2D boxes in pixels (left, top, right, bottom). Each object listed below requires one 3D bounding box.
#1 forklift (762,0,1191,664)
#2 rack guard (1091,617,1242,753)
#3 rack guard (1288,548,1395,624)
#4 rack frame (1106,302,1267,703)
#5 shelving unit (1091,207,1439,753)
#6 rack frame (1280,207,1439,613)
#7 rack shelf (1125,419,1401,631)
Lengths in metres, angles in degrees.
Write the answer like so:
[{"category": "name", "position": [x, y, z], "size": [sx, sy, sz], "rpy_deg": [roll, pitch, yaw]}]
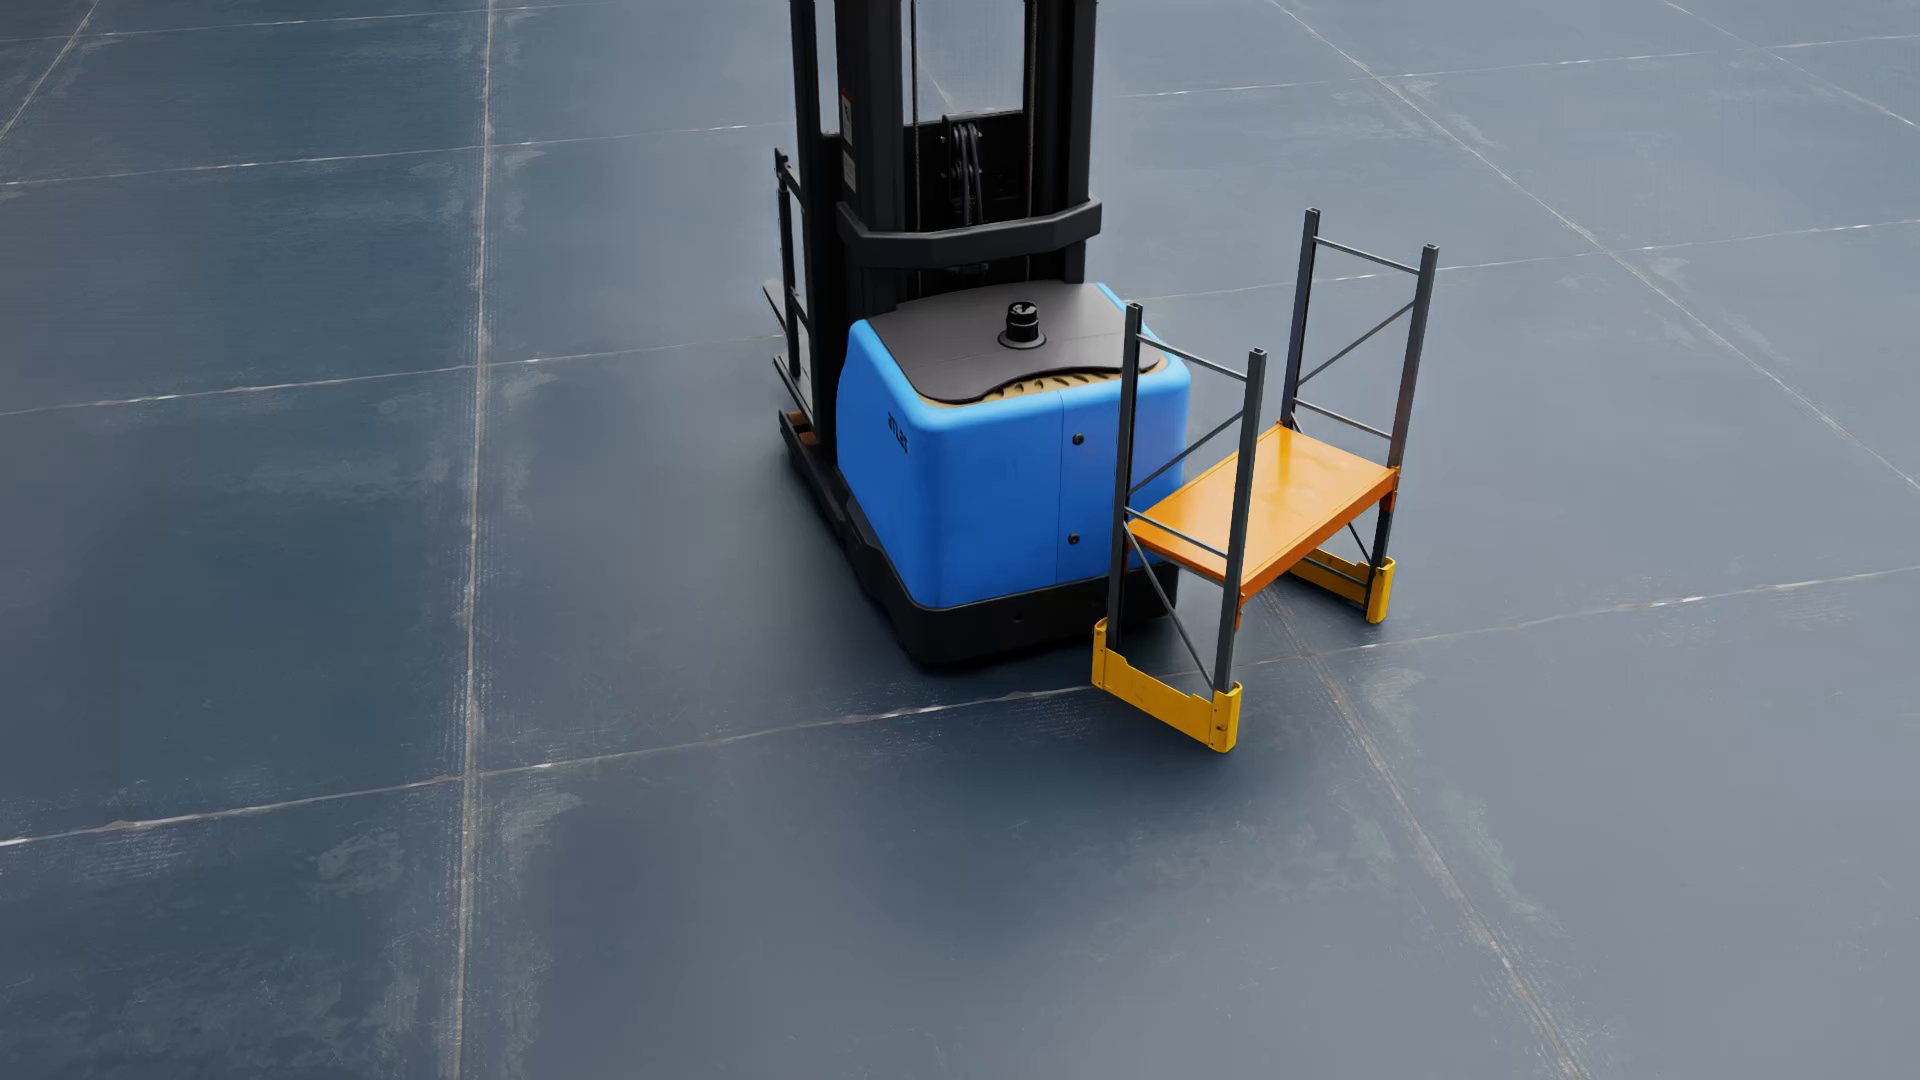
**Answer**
[{"category": "forklift", "position": [-0.156, -1.587, 6.485], "size": [1.130, 2.935, 3.031], "rpy_deg": [-11, 35, -16]}, {"category": "rack guard", "position": [0.709, 0.500, 5.780], "size": [0.587, 0.250, 0.087], "rpy_deg": [27, 42, 34]}, {"category": "rack guard", "position": [1.381, 0.090, 6.391], "size": [0.587, 0.250, 0.087], "rpy_deg": [27, 42, 34]}, {"category": "rack frame", "position": [0.708, -0.018, 5.431], "size": [0.500, 1.500, 0.032], "rpy_deg": [27, 42, 34]}, {"category": "shelving unit", "position": [1.045, -0.224, 5.738], "size": [0.587, 1.500, 1.083], "rpy_deg": [27, 42, 34]}, {"category": "rack frame", "position": [1.394, -0.437, 6.055], "size": [0.500, 1.500, 0.032], "rpy_deg": [27, 42, 34]}, {"category": "rack shelf", "position": [1.051, -0.078, 5.843], "size": [0.538, 0.185, 1.000], "rpy_deg": [27, 42, 34]}]
